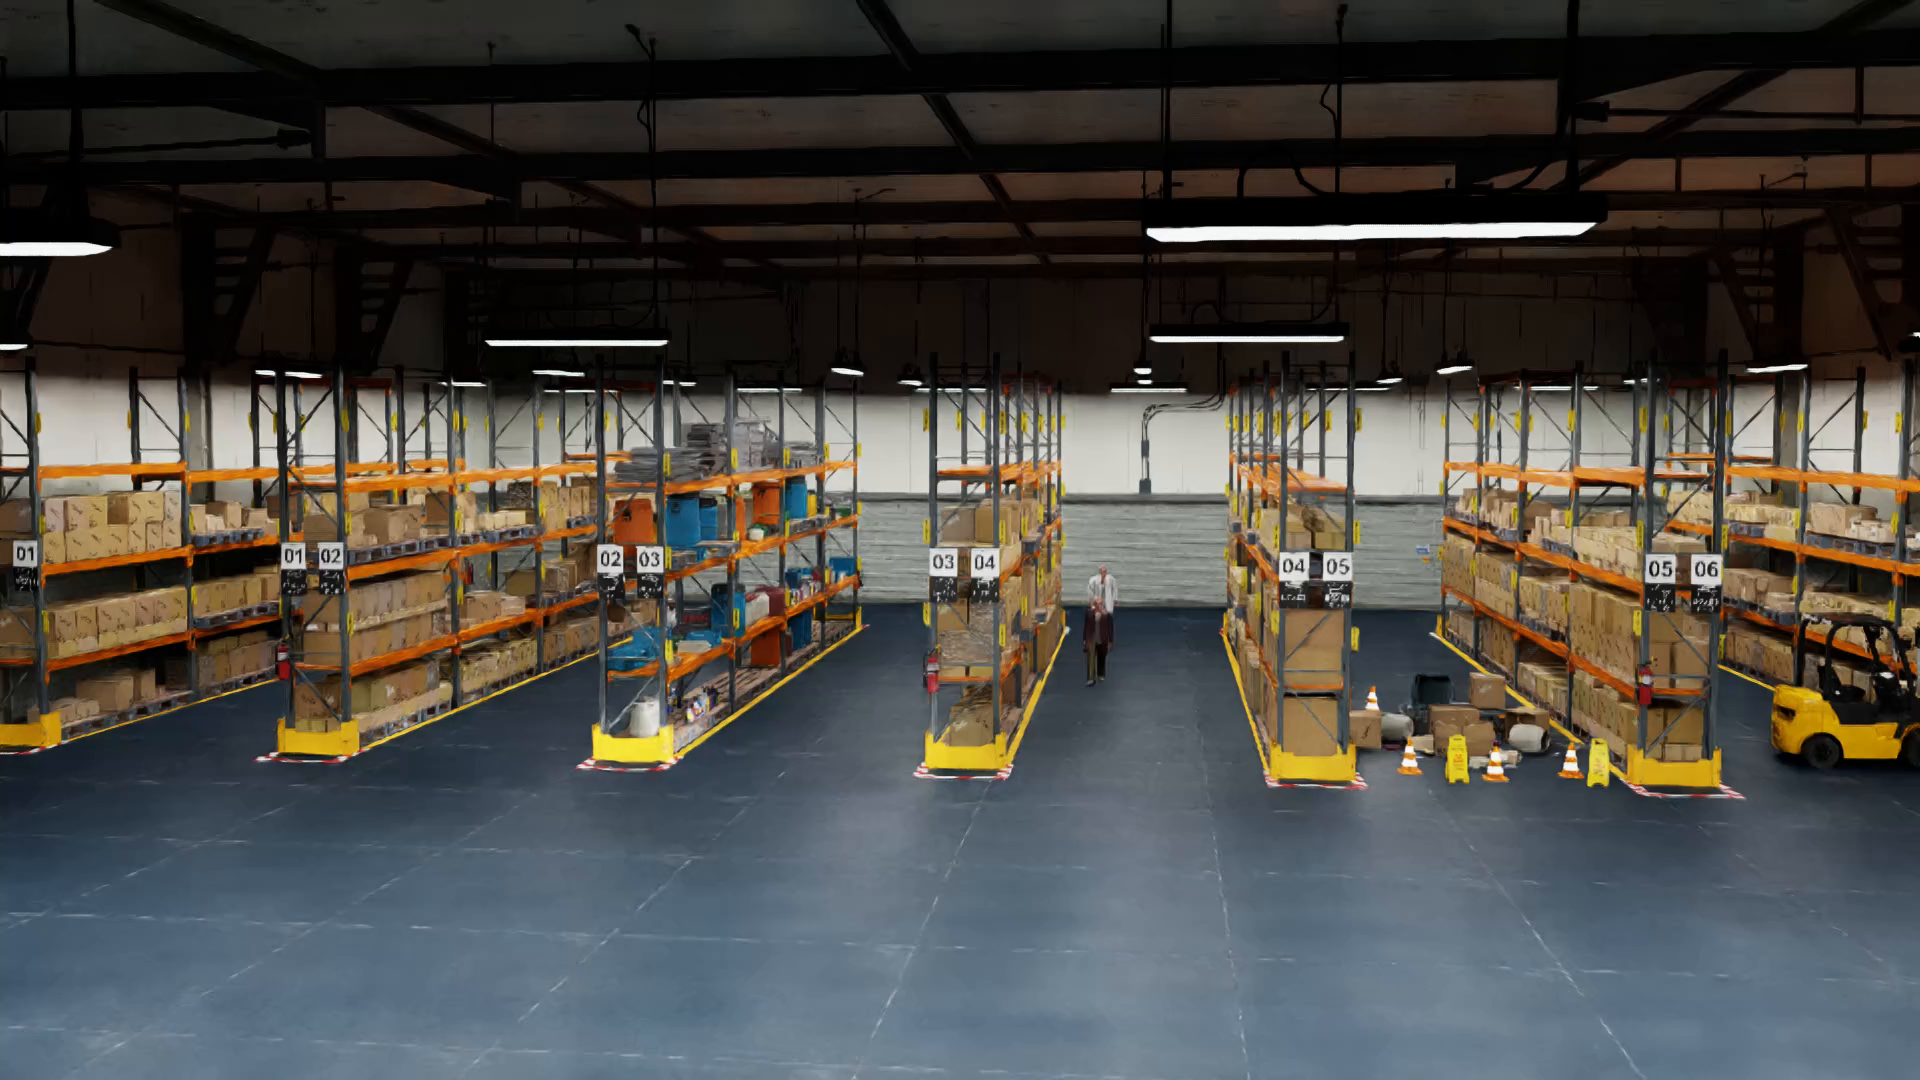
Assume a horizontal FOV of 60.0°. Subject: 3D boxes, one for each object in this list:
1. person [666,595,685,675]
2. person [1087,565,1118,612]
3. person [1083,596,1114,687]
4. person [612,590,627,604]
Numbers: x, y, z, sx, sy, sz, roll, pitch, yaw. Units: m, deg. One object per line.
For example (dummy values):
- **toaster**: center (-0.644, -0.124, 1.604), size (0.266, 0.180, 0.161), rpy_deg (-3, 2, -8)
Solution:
- **person**: center (-5.650, 1.880, 32.797), size (0.592, 1.625, 0.531), rpy_deg (0, 4, 5)
- **person**: center (3.284, 1.431, 38.344), size (0.729, 1.733, 0.542), rpy_deg (0, 4, 5)
- **person**: center (2.624, 1.902, 31.580), size (0.588, 1.700, 1.193), rpy_deg (0, 4, 5)
- **person**: center (-9.006, 1.091, 43.870), size (0.513, 1.631, 0.528), rpy_deg (-2, 5, -30)
